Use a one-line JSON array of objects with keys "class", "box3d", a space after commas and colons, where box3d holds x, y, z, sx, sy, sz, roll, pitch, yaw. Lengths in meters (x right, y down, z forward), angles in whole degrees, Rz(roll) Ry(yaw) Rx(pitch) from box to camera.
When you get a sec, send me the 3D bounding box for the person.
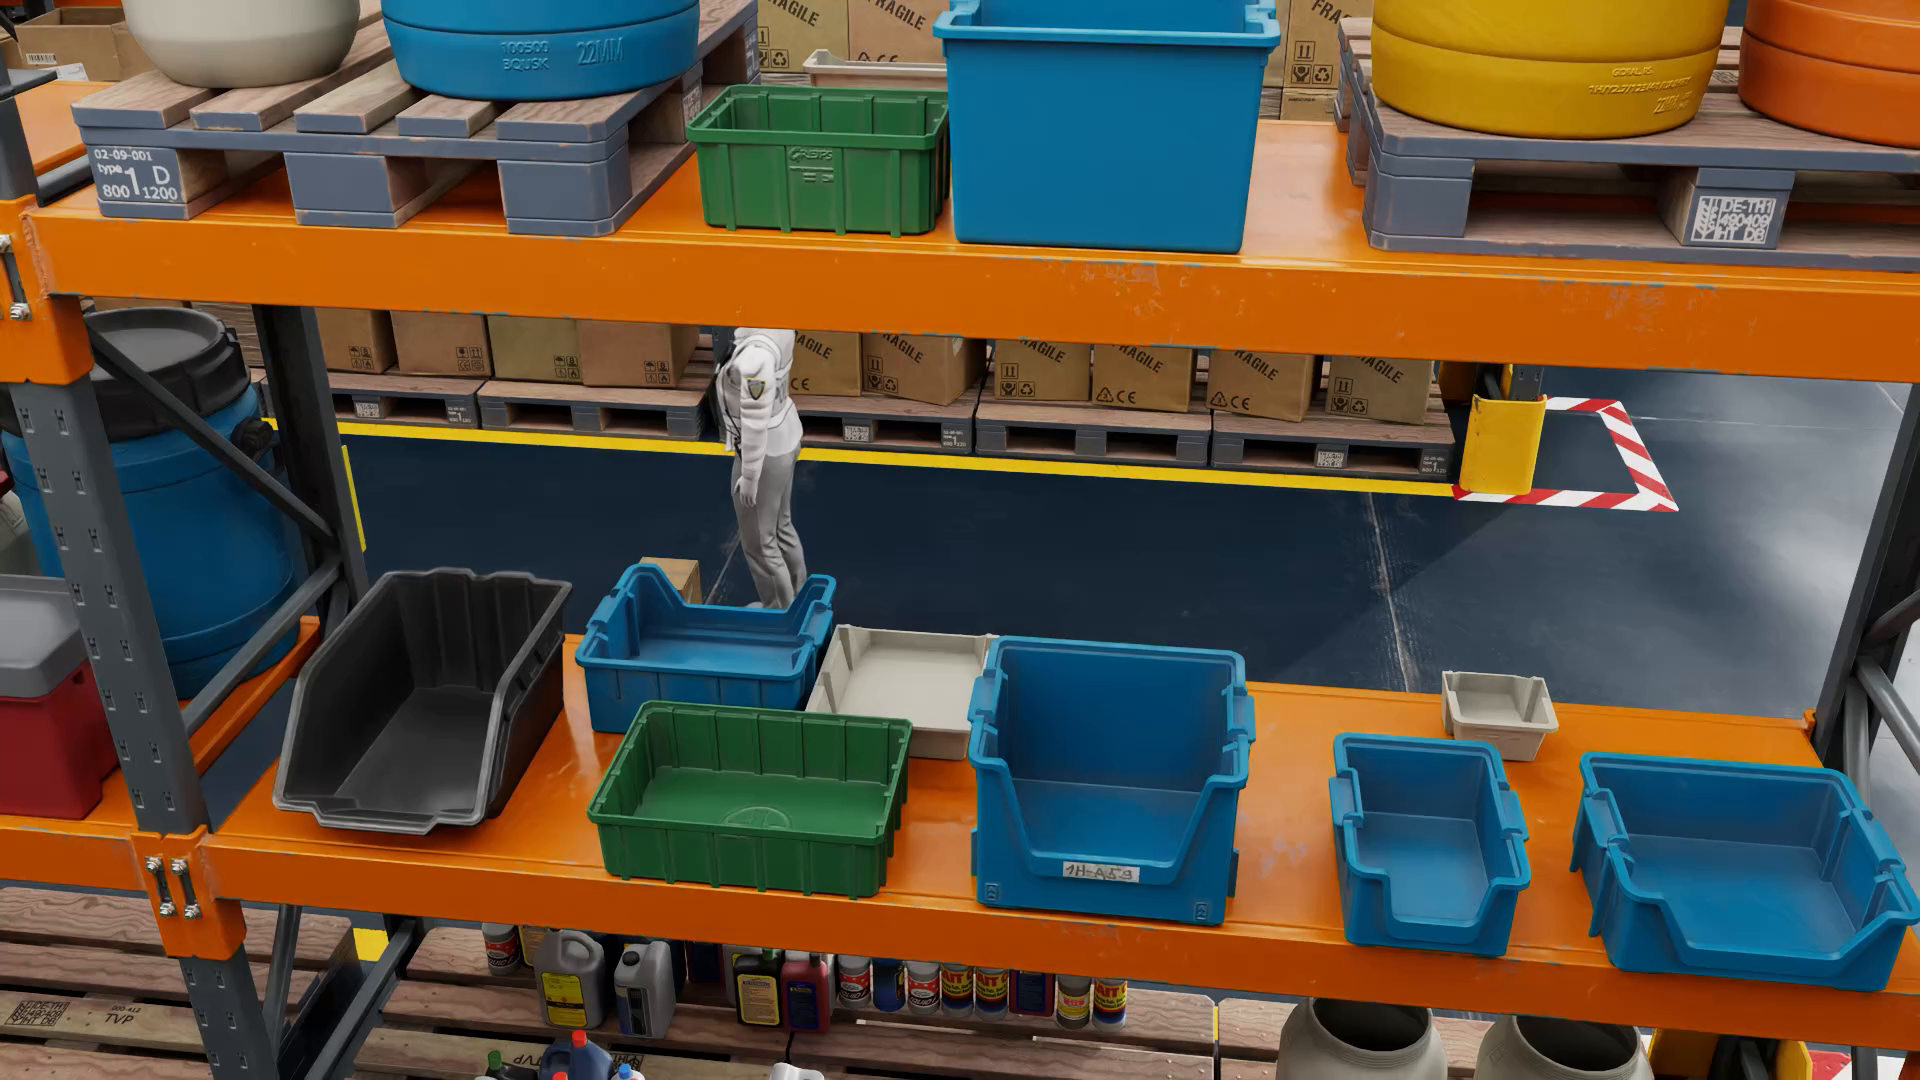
[{"class": "person", "box3d": [-0.805, -0.333, 6.750, 0.330, 1.712, 0.472, 4, 29, 7]}]
